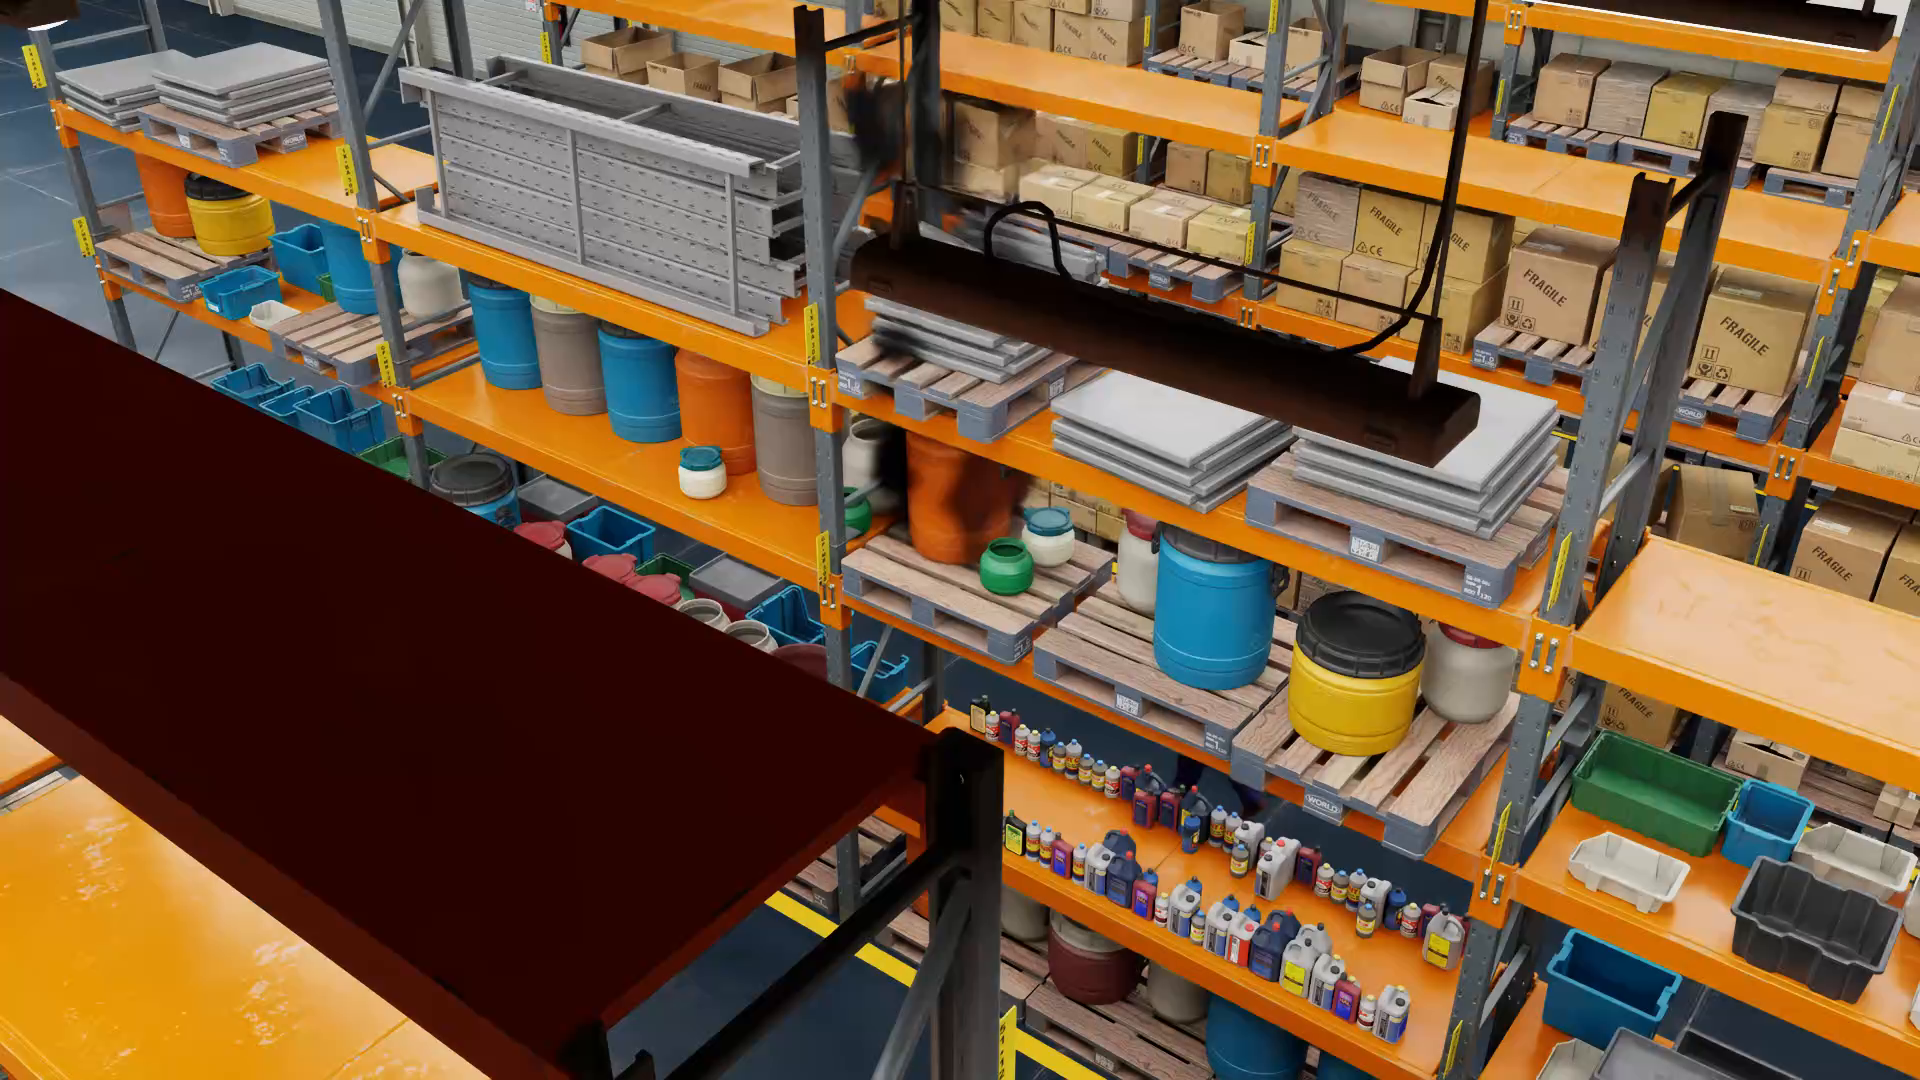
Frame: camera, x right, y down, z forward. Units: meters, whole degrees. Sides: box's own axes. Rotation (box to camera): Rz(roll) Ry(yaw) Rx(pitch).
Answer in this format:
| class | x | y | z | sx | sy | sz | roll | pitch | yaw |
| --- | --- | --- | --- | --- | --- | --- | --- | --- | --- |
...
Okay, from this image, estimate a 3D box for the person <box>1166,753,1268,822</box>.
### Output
| class | x | y | z | sx | sy | sz | roll | pitch | yaw |
| --- | --- | --- | --- | --- | --- | --- | --- | --- | --- |
| person | 1.718 | 1.208 | 11.194 | 0.833 | 1.653 | 0.613 | 19 | 36 | 28 |
